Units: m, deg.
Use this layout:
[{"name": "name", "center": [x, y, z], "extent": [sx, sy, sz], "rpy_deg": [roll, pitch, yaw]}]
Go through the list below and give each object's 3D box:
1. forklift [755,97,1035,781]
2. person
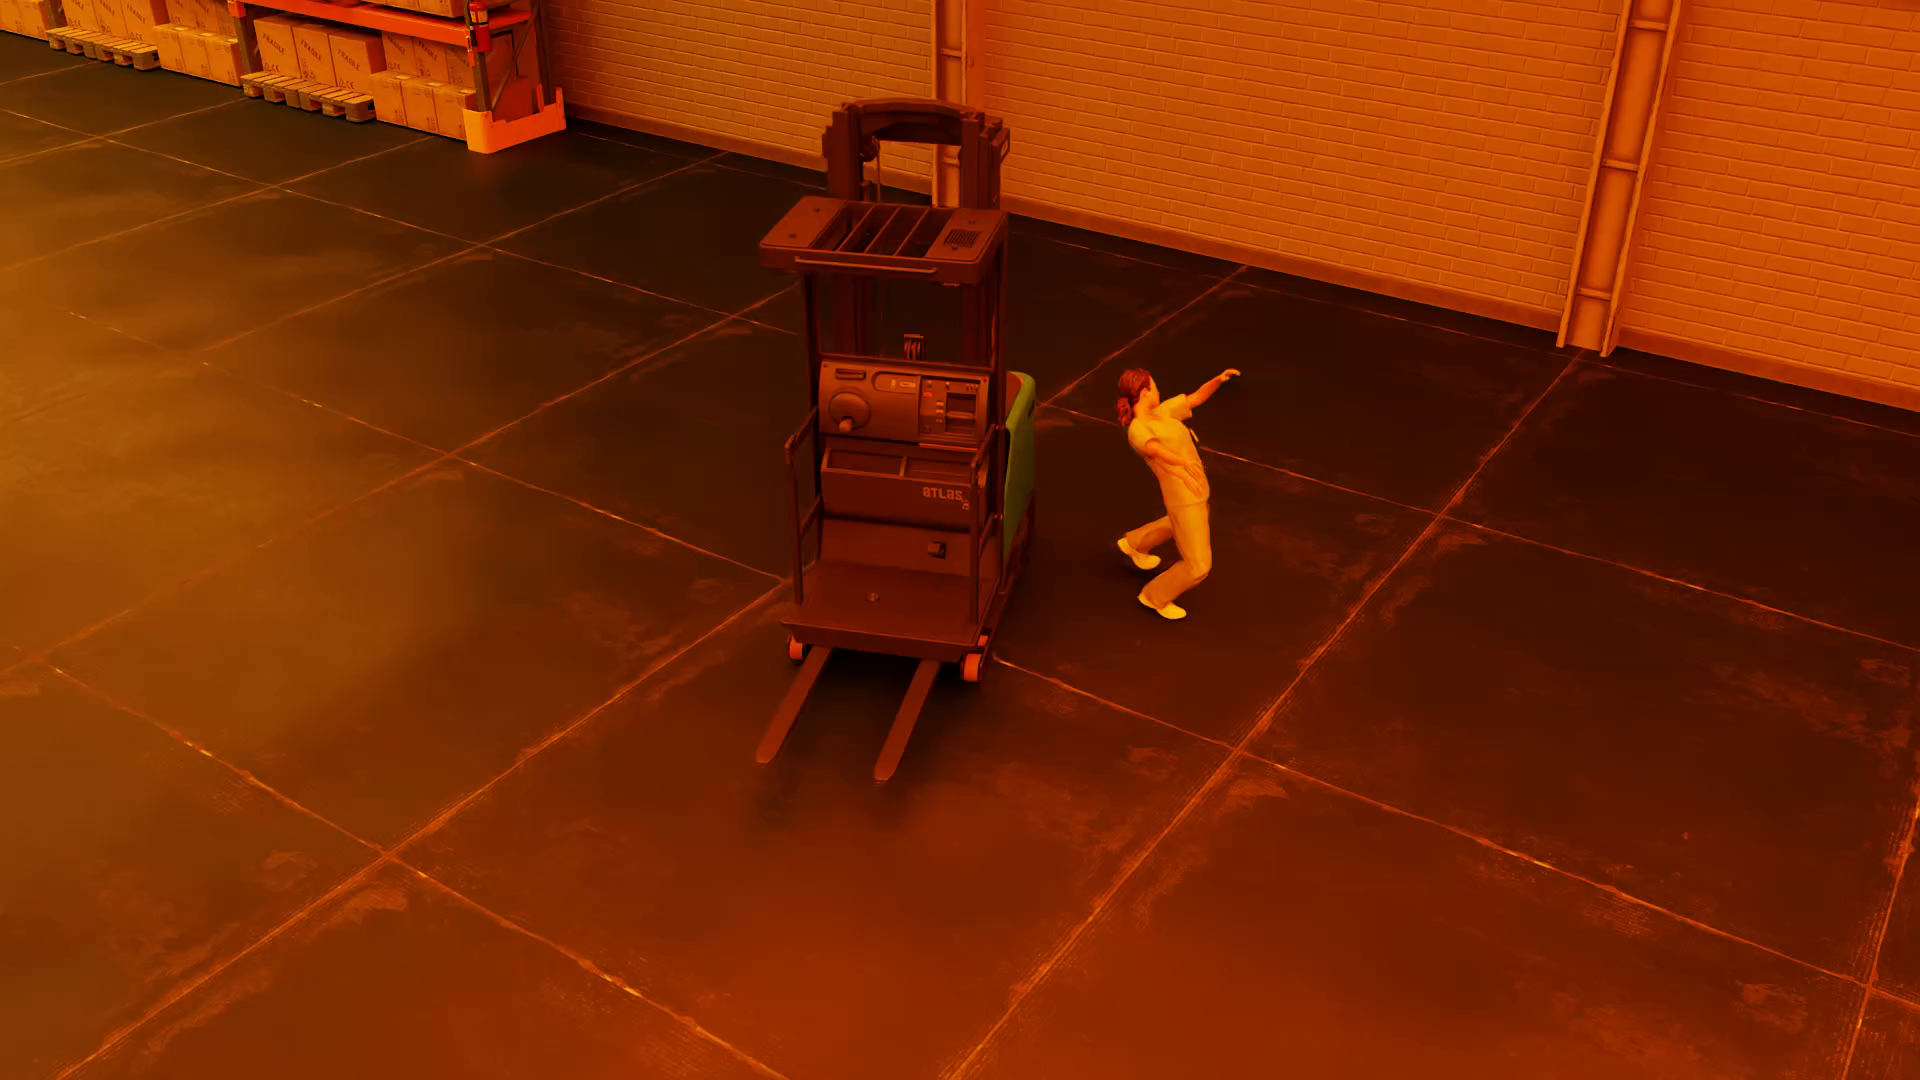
[{"name": "forklift", "center": [-0.349, -0.688, 8.767], "extent": [1.130, 2.935, 3.031], "rpy_deg": [6, 31, 11]}, {"name": "person", "center": [1.182, -0.233, 9.407], "extent": [0.669, 1.486, 0.987], "rpy_deg": [5, 30, 8]}]
